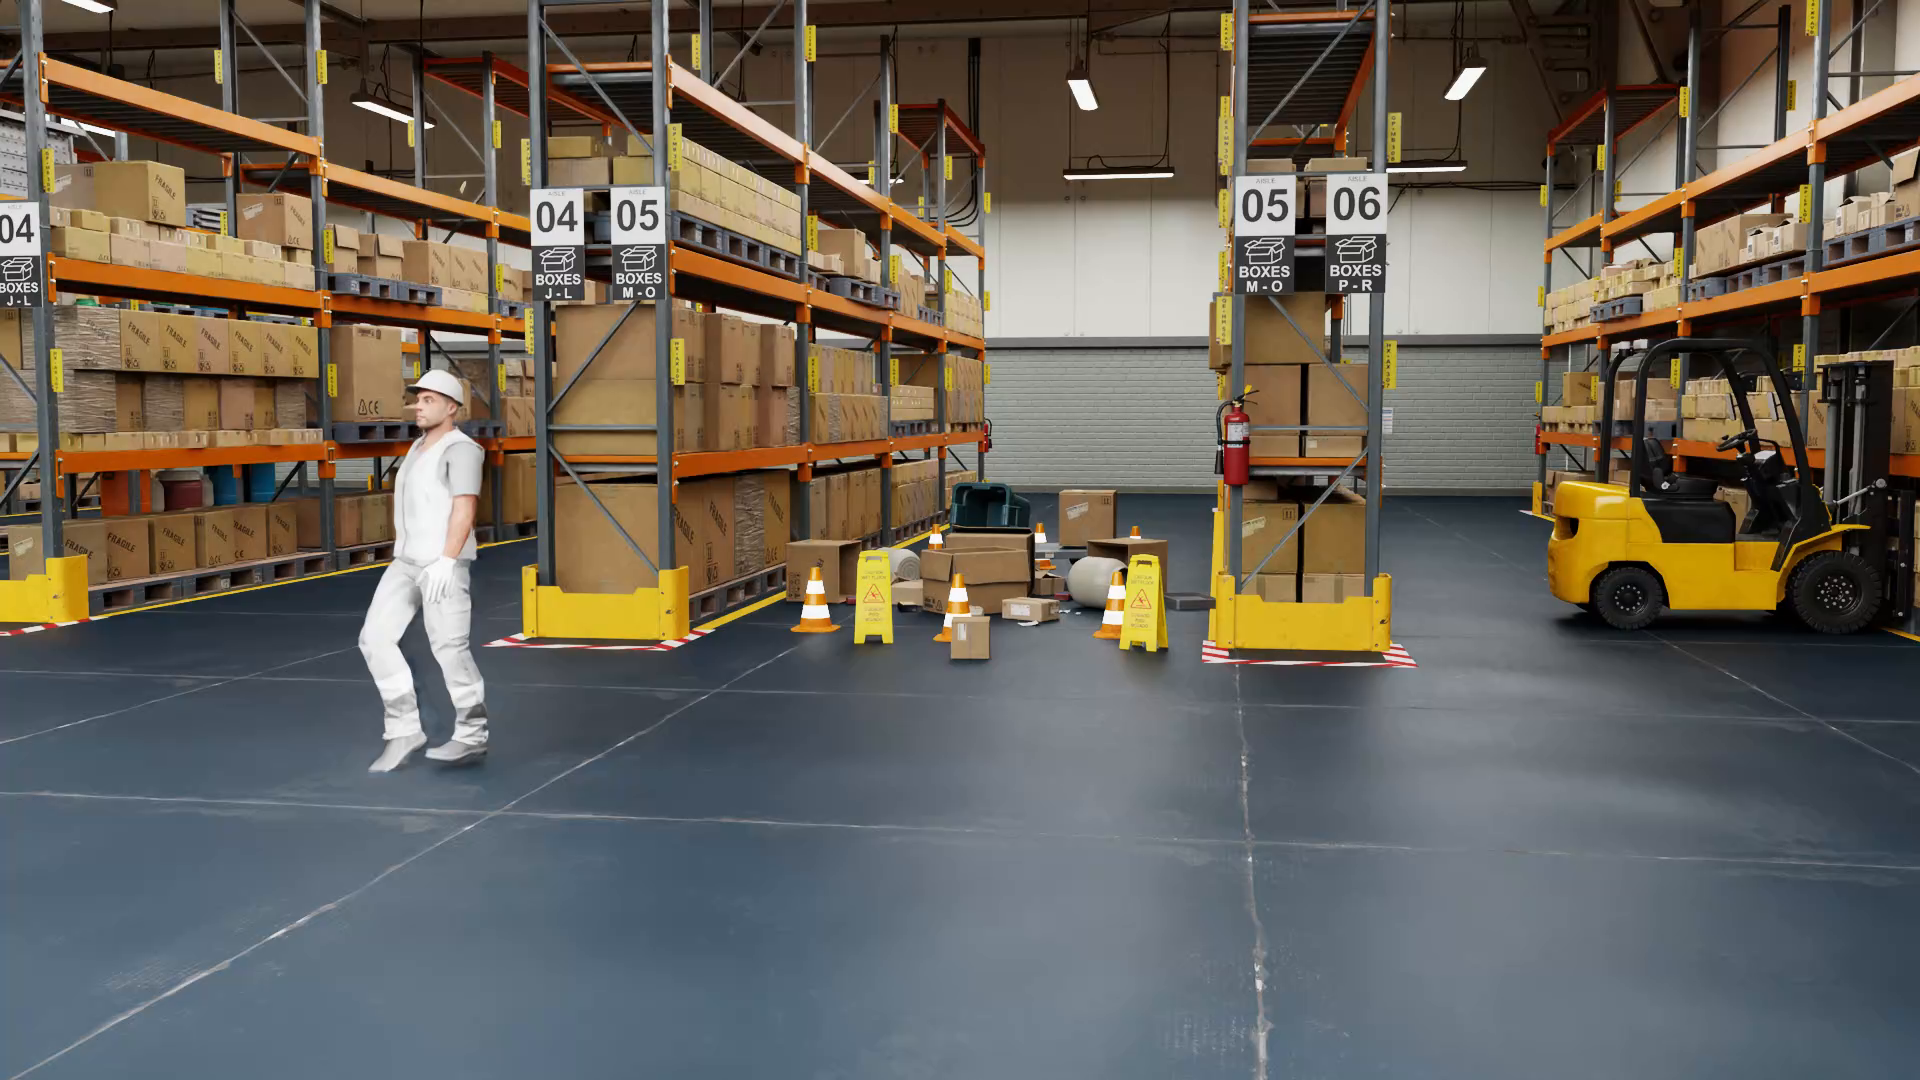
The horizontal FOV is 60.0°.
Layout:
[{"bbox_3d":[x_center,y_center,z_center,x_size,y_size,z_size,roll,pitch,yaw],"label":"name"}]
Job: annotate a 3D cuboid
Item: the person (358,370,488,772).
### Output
[{"bbox_3d":[-2.412,0.153,7.523,0.590,1.841,0.513,4,6,42],"label":"person"}]
